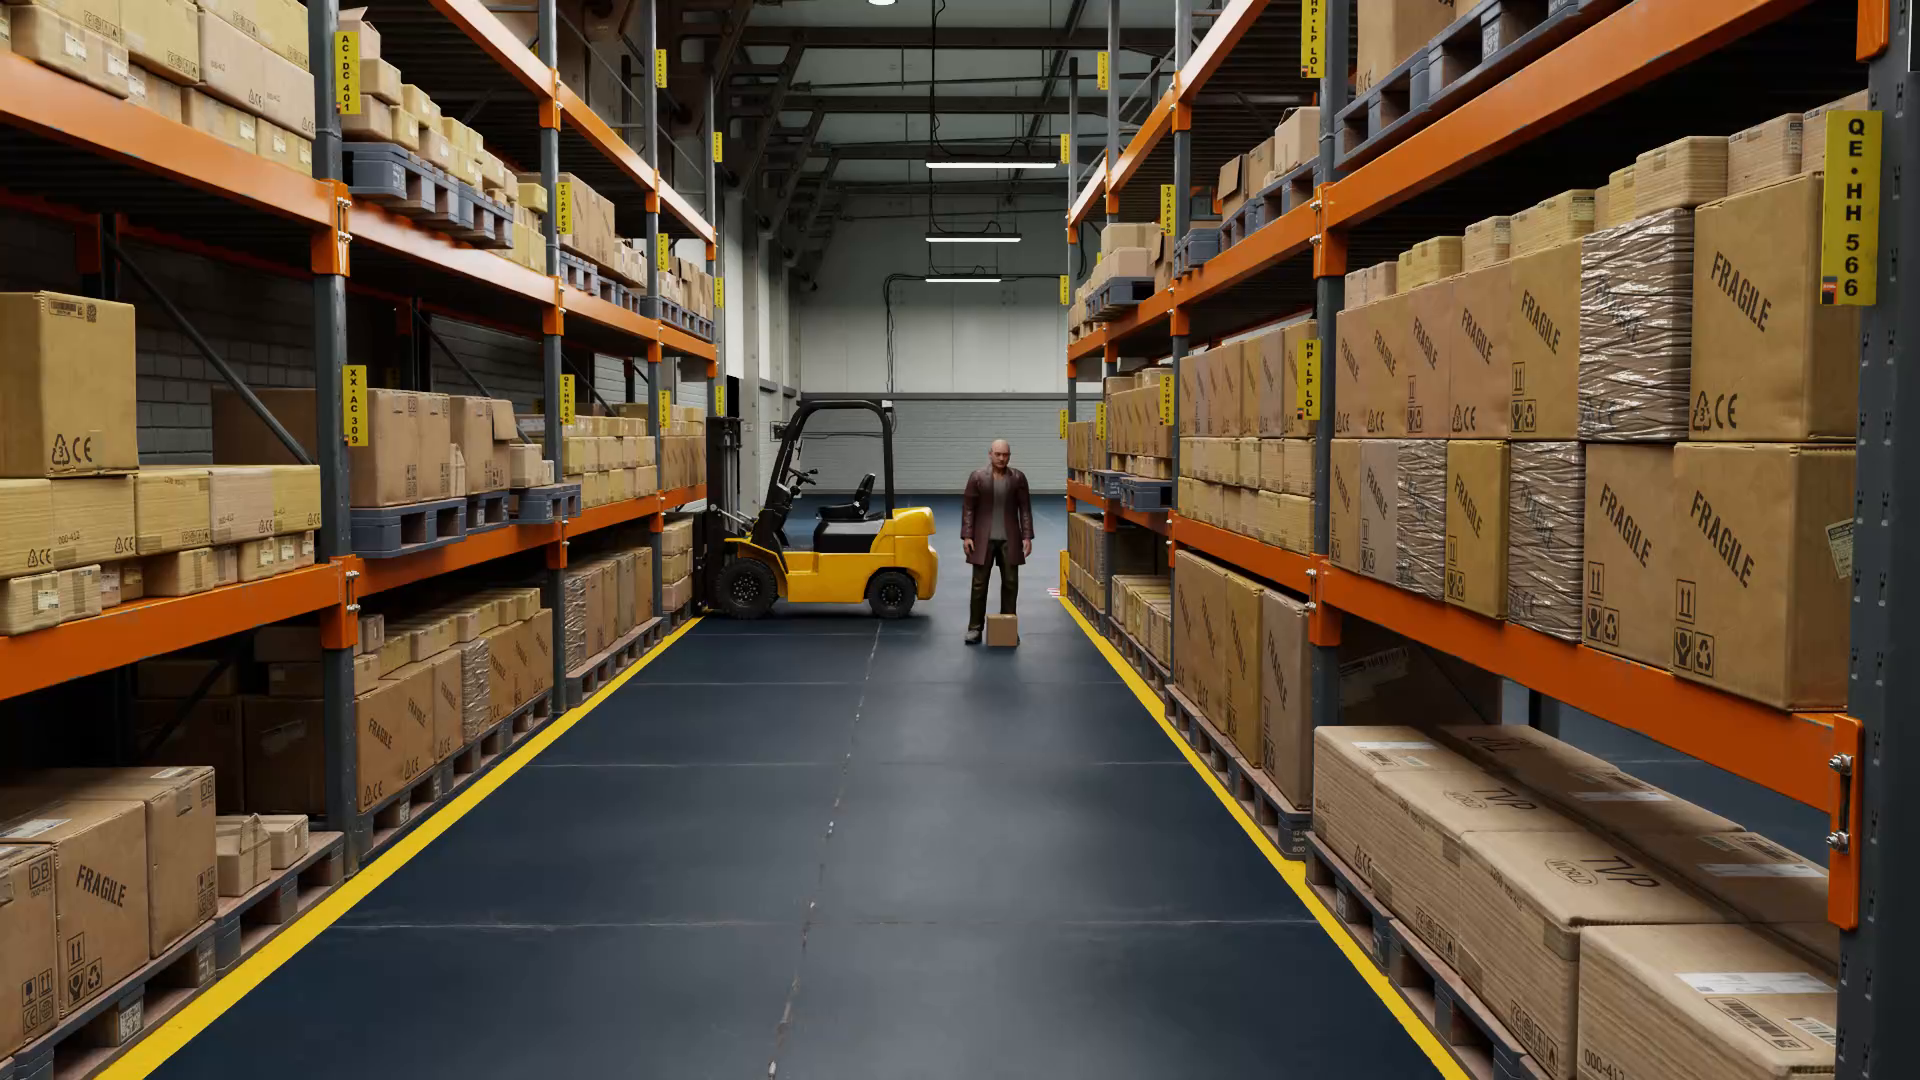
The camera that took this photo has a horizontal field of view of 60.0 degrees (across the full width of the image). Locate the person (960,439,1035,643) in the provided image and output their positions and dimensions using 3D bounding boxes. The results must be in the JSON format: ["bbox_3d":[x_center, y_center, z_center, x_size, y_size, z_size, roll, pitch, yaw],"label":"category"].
[{"bbox_3d":[0.329,0.006,14.600,0.656,1.774,0.421,0,4,-5],"label":"person"}]
